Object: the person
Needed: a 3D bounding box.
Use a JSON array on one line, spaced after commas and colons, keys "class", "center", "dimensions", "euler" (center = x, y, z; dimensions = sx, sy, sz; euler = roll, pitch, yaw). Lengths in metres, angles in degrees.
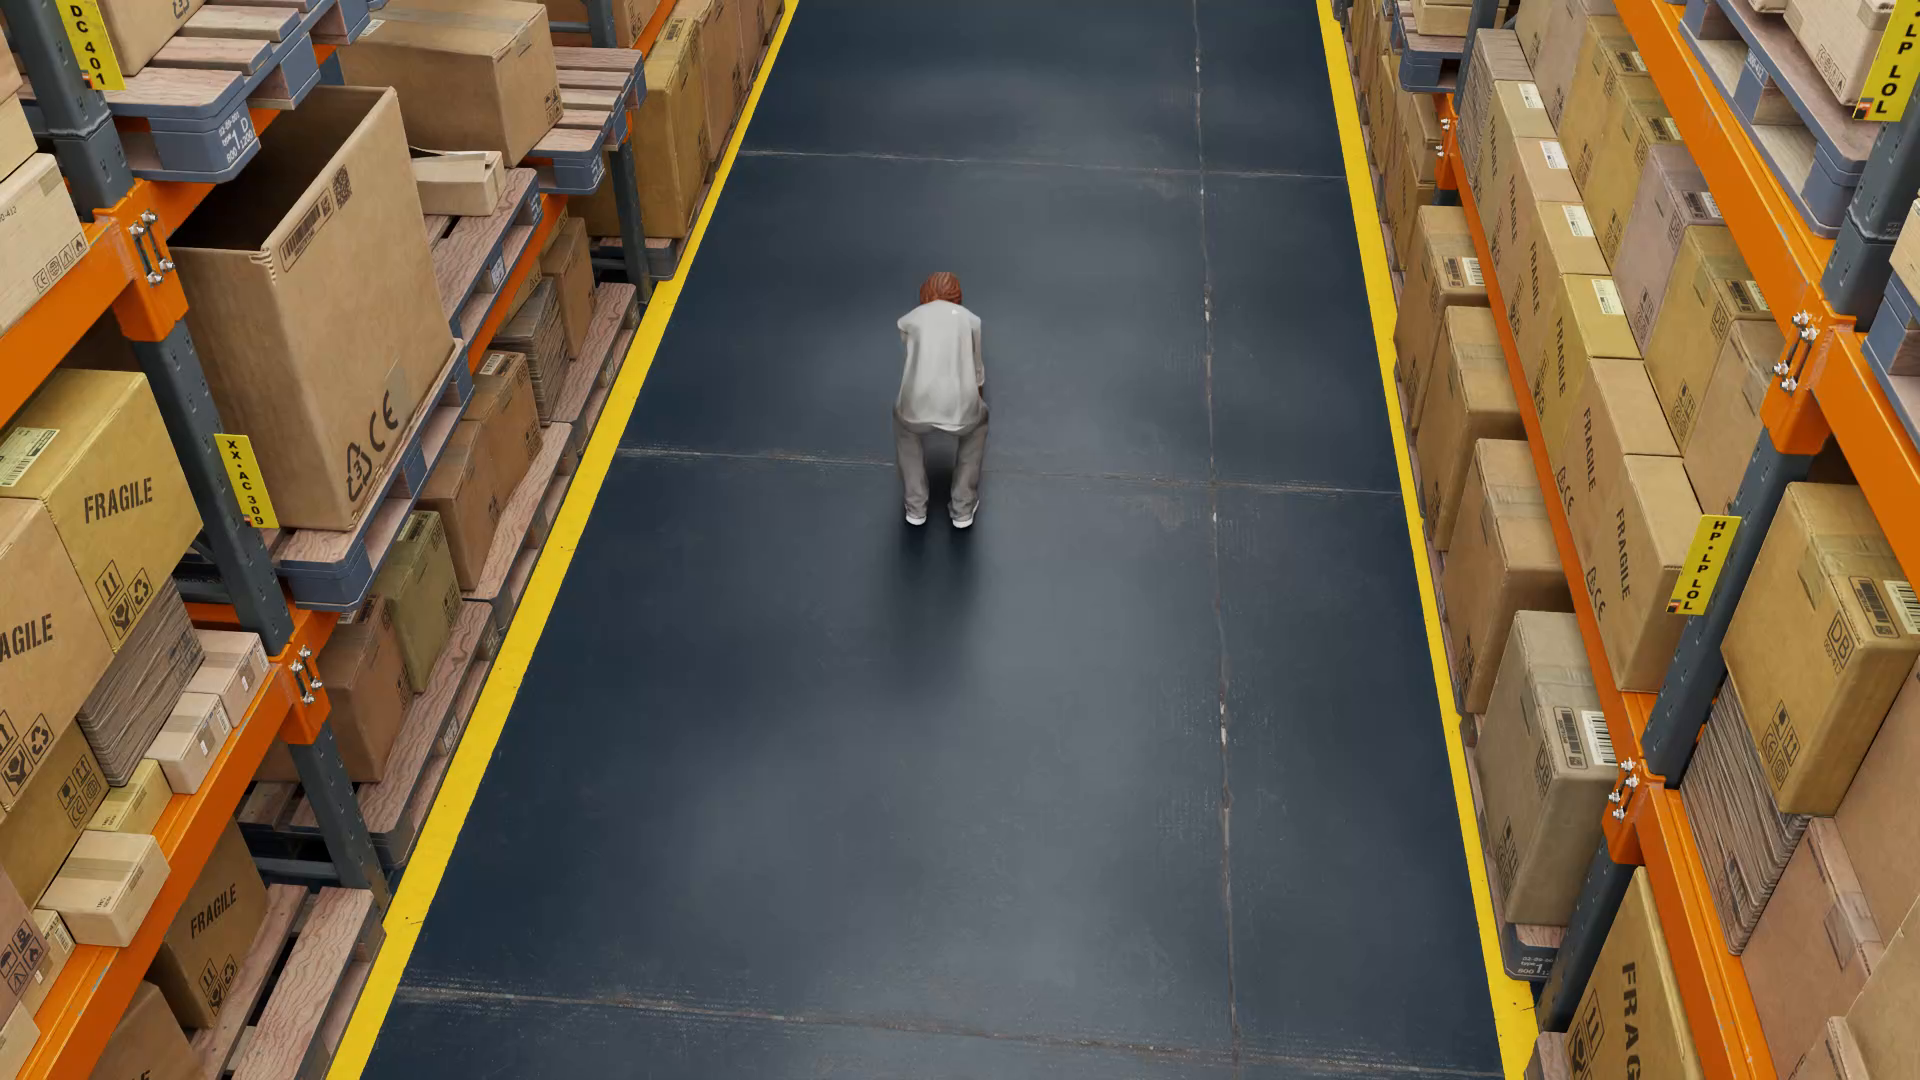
[{"class": "person", "center": [-0.082, -0.617, 7.327], "dimensions": [0.424, 0.876, 0.862], "euler": [1, 41, 2]}]
